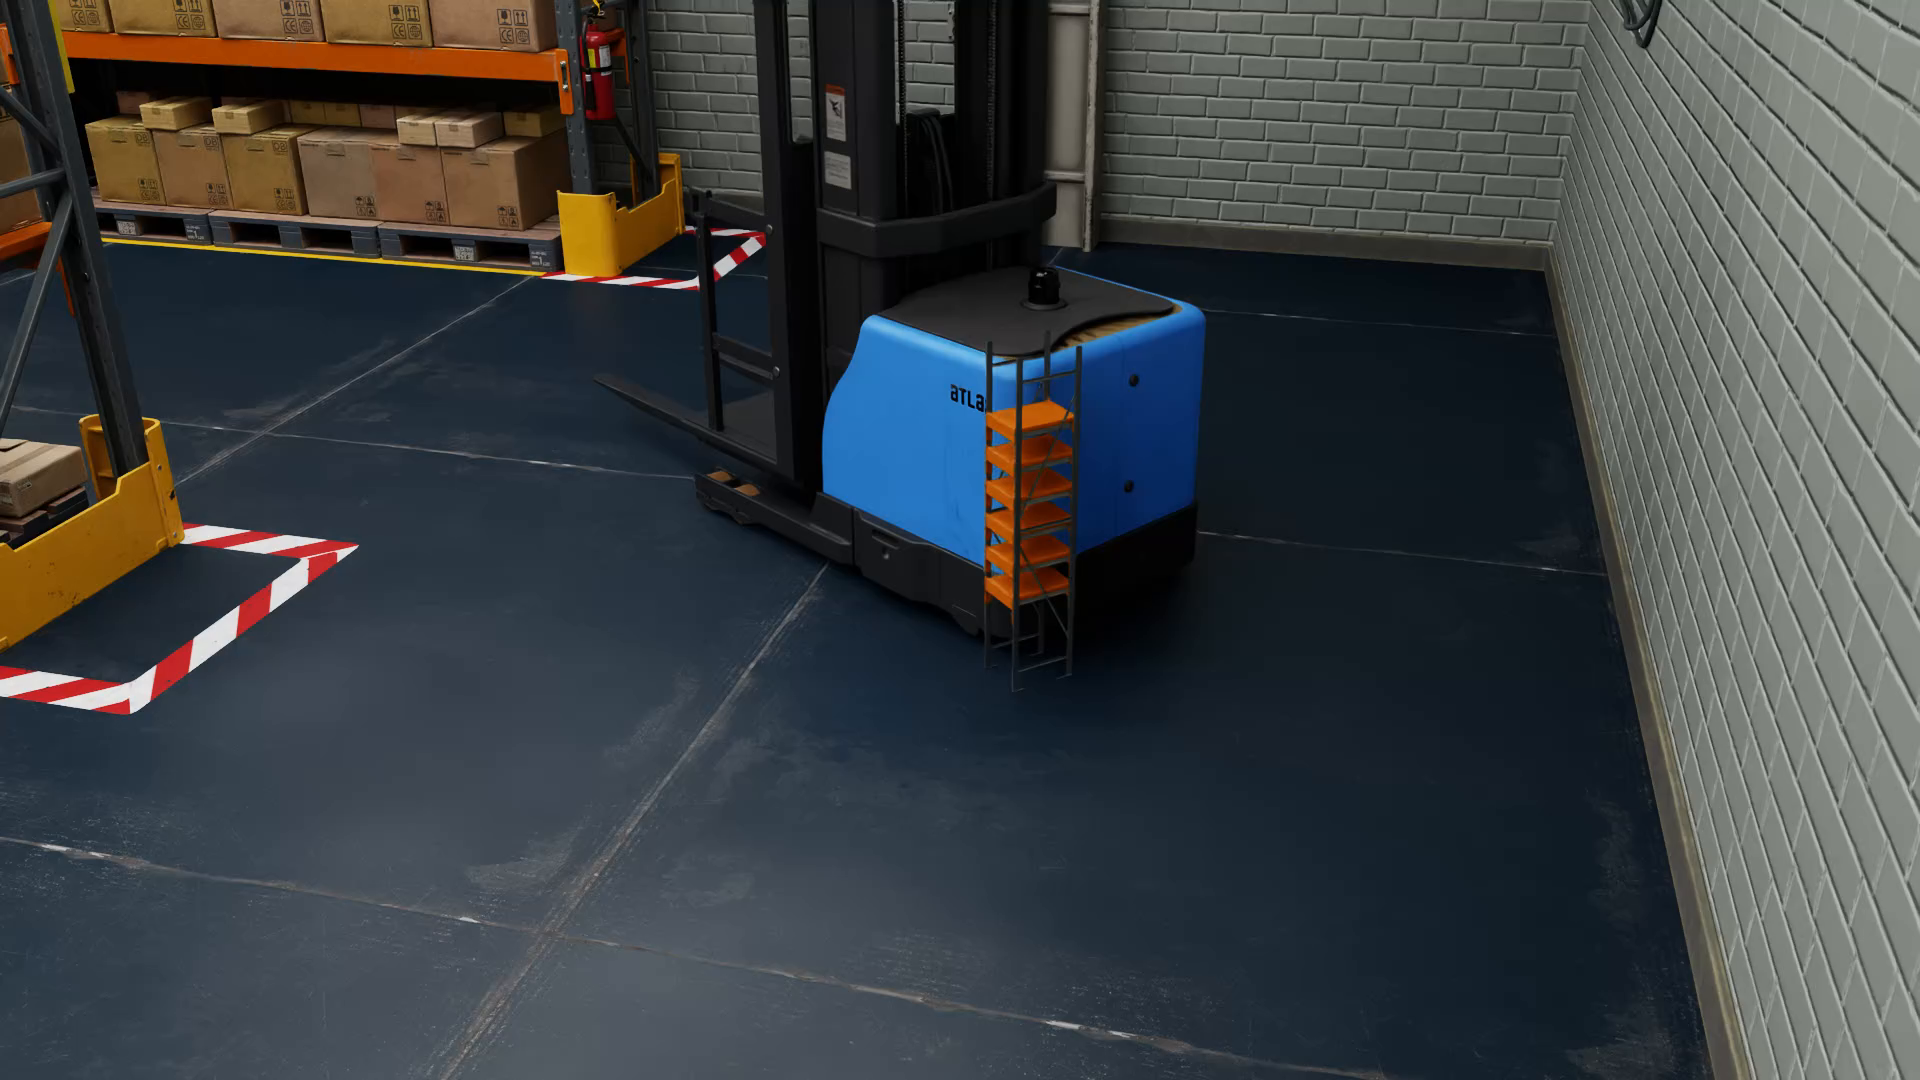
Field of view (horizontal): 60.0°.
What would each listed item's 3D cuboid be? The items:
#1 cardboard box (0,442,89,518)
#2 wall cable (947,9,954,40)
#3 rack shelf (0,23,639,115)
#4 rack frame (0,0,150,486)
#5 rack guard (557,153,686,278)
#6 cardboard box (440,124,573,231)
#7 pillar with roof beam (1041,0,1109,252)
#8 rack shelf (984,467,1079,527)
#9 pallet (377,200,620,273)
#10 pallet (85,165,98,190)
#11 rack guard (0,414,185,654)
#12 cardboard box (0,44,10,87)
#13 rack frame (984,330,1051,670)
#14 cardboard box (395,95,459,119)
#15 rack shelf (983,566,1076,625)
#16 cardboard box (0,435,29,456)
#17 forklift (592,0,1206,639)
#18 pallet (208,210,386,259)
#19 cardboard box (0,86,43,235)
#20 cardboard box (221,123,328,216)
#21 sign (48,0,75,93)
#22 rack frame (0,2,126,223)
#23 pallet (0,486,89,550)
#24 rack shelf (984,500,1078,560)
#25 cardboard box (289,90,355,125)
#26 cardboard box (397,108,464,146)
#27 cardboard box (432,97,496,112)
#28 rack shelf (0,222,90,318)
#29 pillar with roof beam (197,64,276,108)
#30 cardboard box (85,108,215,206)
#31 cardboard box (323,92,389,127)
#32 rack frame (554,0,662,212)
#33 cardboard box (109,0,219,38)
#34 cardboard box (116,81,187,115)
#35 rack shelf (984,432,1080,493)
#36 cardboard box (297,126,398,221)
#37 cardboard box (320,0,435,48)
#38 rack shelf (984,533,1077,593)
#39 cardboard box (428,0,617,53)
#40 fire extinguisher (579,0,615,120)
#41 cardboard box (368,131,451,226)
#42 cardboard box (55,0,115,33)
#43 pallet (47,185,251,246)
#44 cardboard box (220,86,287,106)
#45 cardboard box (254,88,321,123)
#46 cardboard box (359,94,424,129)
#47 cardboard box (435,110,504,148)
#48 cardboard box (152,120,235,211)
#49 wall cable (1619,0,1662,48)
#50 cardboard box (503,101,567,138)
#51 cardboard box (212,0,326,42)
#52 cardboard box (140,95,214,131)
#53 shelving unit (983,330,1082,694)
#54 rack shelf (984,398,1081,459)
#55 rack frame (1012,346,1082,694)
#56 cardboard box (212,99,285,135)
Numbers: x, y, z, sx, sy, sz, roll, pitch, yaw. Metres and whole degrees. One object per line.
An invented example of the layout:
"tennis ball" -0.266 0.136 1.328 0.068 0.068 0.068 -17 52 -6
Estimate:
"cardboard box" -3.696 -0.243 6.575 0.250 0.149 0.380 6 26 13
"wall cable" -0.671 -3.921 10.315 1.851 1.984 0.084 6 26 13
"rack shelf" -4.083 -3.095 10.599 4.000 0.370 1.077 6 26 13
"rack frame" -3.376 -1.143 5.662 0.127 3.000 1.000 6 26 13
"rack guard" -2.123 -2.075 10.526 0.348 0.500 1.175 6 26 13
"cardboard box" -2.849 -2.300 10.511 0.500 0.500 0.700 6 26 13
"pillar with roof beam" -0.388 -4.193 5.090 0.400 9.000 9.100 6 26 13
"rack shelf" 0.235 -0.148 5.488 0.258 0.103 0.180 -14 29 -27
"pallet" -2.940 -2.000 10.705 1.213 0.211 1.003 6 26 13
"pallet" -6.786 -2.426 11.601 1.213 0.211 1.003 6 26 13
"rack guard" -3.450 -0.023 6.216 0.348 0.500 1.175 6 26 13
"cardboard box" -3.741 -1.797 5.756 0.500 0.500 0.500 7 26 15
"rack frame" 0.190 -0.114 5.592 0.240 1.200 0.006 -14 29 -27
"cardboard box" -3.411 -2.744 10.689 0.250 0.149 0.380 7 26 13
"rack shelf" 0.236 0.177 5.643 0.258 0.103 0.180 -14 29 -27
"cardboard box" -3.939 -0.277 6.627 0.250 0.166 0.380 6 26 13
"forklift" -0.464 -1.519 6.532 1.130 2.935 3.031 -22 33 -38
"pallet" -4.118 -2.131 10.981 1.213 0.211 1.003 6 26 13
"cardboard box" -3.741 -1.346 5.971 0.500 0.500 0.500 7 26 14
"cardboard box" -4.339 -2.461 10.850 0.500 0.500 0.700 7 26 14
"sign" -3.241 -1.760 5.950 0.005 0.325 0.100 6 26 13
"rack frame" -6.020 -3.634 10.894 0.127 3.000 1.000 6 26 13
"pallet" -4.222 0.023 6.457 1.213 0.211 1.003 6 26 13
"rack shelf" 0.235 -0.039 5.539 0.258 0.103 0.180 -14 29 -27
"cardboard box" -4.152 -2.825 10.860 0.250 0.149 0.380 6 26 12
"cardboard box" -3.267 -2.558 10.298 0.250 0.149 0.380 7 26 14
"cardboard box" -3.169 -2.717 10.632 0.250 0.149 0.380 6 26 13
"rack shelf" -5.313 -1.033 6.266 4.000 0.370 1.077 6 26 13
"pillar with roof beam" -6.199 -4.836 6.439 0.400 9.000 9.100 6 26 13
"cardboard box" -5.322 -2.572 11.083 0.500 0.500 0.700 7 26 14
"cardboard box" -3.907 -2.798 10.802 0.250 0.149 0.380 7 26 14
"rack frame" -2.146 -3.206 9.994 0.127 3.000 1.000 6 26 13
"cardboard box" -4.793 -3.624 10.524 0.700 0.700 0.980 6 26 12
"cardboard box" -5.413 -2.964 11.150 0.250 0.149 0.380 6 26 13
"rack shelf" 0.235 -0.256 5.436 0.258 0.103 0.180 -14 29 -27
"cardboard box" -3.821 -2.407 10.736 0.500 0.500 0.700 5 26 11
"cardboard box" -3.350 -3.465 10.190 0.700 0.700 0.980 6 26 13
"rack shelf" 0.236 0.069 5.591 0.258 0.103 0.180 -14 29 -27
"cardboard box" -2.643 -3.392 10.036 0.700 0.700 0.980 8 26 15
"fire extinguisher" -2.115 -2.794 9.654 0.183 0.674 0.296 6 26 13
"cardboard box" -3.334 -2.354 10.624 0.500 0.500 0.700 6 26 13
"cardboard box" -5.499 -3.705 10.693 0.700 0.700 0.980 7 26 14
"pallet" -5.303 -2.261 11.254 1.213 0.211 1.003 6 26 13
"cardboard box" -4.646 -2.880 10.974 0.250 0.149 0.380 5 26 11
"cardboard box" -4.402 -2.853 10.917 0.250 0.149 0.380 7 26 14
"cardboard box" -3.658 -2.771 10.745 0.250 0.149 0.380 7 26 14
"cardboard box" -3.019 -2.531 10.242 0.250 0.149 0.380 6 26 12
"cardboard box" -4.836 -2.517 10.967 0.500 0.500 0.700 6 26 12
"wall cable" 3.242 -3.758 7.788 0.112 2.526 3.097 6 26 13
"cardboard box" -2.678 -2.663 10.519 0.250 0.149 0.380 6 26 13
"cardboard box" -4.086 -3.551 10.369 0.700 0.700 0.980 5 26 10
"cardboard box" -5.035 -2.753 10.707 0.250 0.149 0.380 7 26 15
"shelving unit" 0.235 -0.079 5.520 0.258 1.200 0.189 -14 29 -27
"rack shelf" 0.235 -0.364 5.384 0.258 0.103 0.180 -14 29 -27
"rack frame" 0.281 -0.045 5.448 0.240 1.200 0.006 -14 29 -27
"cardboard box" -4.530 -2.697 10.590 0.250 0.149 0.380 6 26 12
